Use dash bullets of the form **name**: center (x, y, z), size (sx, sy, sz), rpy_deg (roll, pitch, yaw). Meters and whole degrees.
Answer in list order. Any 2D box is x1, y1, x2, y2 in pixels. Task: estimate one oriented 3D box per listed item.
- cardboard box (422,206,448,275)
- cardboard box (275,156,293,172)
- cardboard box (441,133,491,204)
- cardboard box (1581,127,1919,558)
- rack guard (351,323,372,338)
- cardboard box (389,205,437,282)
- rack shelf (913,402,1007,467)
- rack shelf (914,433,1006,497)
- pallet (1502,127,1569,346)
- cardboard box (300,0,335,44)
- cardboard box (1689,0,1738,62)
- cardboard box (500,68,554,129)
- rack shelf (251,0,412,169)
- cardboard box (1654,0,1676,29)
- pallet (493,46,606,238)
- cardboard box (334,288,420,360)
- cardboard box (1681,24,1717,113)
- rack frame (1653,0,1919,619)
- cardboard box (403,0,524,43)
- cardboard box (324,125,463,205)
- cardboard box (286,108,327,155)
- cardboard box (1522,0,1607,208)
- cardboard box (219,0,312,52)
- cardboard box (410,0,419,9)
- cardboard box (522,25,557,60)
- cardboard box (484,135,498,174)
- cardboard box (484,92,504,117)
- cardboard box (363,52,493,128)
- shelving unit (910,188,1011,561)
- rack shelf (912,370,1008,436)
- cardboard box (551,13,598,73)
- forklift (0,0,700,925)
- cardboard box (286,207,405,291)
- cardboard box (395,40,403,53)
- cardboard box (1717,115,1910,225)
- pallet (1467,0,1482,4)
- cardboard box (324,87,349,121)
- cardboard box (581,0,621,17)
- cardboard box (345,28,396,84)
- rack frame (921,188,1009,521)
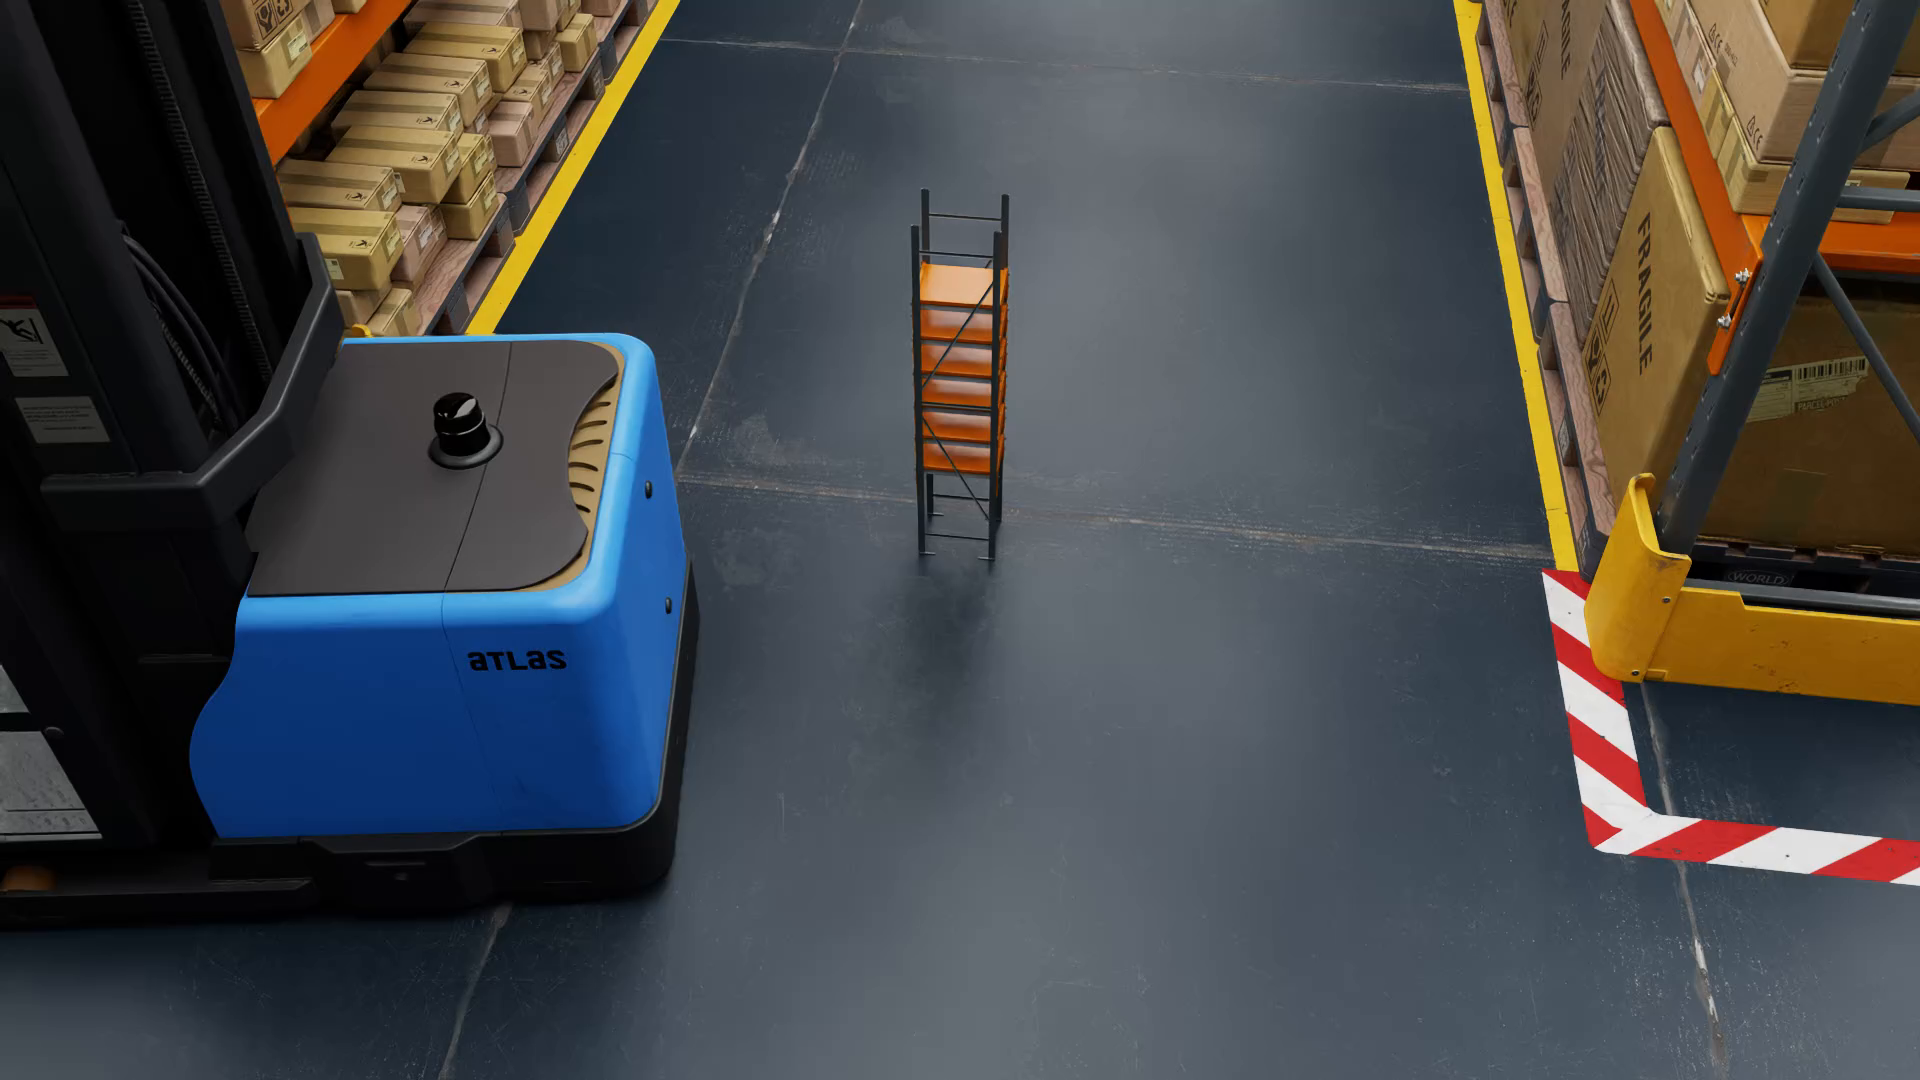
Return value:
- **cardboard box**: center (-2.083, -1.088, 5.985), size (0.380, 0.149, 0.250), rpy_deg (6, 44, 6)
- **cardboard box**: center (-2.595, -1.252, 5.943), size (0.380, 0.149, 0.250), rpy_deg (4, 44, 4)
- **cardboard box**: center (-1.947, -1.367, 6.064), size (0.380, 0.149, 0.250), rpy_deg (7, 44, 7)
- **cardboard box**: center (2.459, -0.592, 4.933), size (0.875, 0.875, 0.875), rpy_deg (5, 44, 6)
- **rack guard**: center (-2.439, -0.431, 5.342), size (1.175, 0.500, 0.348), rpy_deg (5, 44, 6)
- **cardboard box**: center (-2.033, -1.028, 5.705), size (0.380, 0.149, 0.250), rpy_deg (5, 44, 5)
- **rack shelf**: center (0.002, -0.326, 4.961), size (0.258, 0.103, 0.180), rpy_deg (5, 44, 6)
- **rack shelf**: center (0.002, -0.239, 5.043), size (0.258, 0.103, 0.180), rpy_deg (5, 44, 6)
- **pallet**: center (2.646, -1.136, 6.296), size (1.003, 0.211, 1.213), rpy_deg (5, 44, 6)
- **cardboard box**: center (-2.089, -1.564, 4.903), size (0.380, 0.149, 0.250), rpy_deg (7, 44, 7)
- **cardboard box**: center (2.323, -1.521, 4.567), size (0.500, 0.250, 0.500), rpy_deg (5, 44, 5)
- **cardboard box**: center (-1.871, -1.788, 6.724), size (0.380, 0.149, 0.250), rpy_deg (5, 44, 6)
- **rack shelf**: center (-2.185, -2.389, 6.114), size (1.077, 0.370, 4.000), rpy_deg (5, 44, 6)
- **cardboard box**: center (2.308, -1.645, 4.988), size (0.380, 0.149, 0.250), rpy_deg (4, 44, 5)
- **pallet**: center (-2.133, -1.706, 6.898), size (1.003, 0.211, 1.213), rpy_deg (5, 44, 6)
- **cardboard box**: center (-2.063, -0.732, 5.610), size (0.380, 0.149, 0.250), rpy_deg (6, 44, 6)
- **cardboard box**: center (2.242, -1.298, 4.622), size (0.380, 0.149, 0.250), rpy_deg (5, 44, 6)
- **rack frame**: center (2.454, -0.767, 3.879), size (1.000, 3.000, 0.127), rpy_deg (5, 44, 6)
- **cardboard box**: center (-1.950, -2.025, 6.543), size (0.380, 0.149, 0.250), rpy_deg (5, 44, 6)
- **cardboard box**: center (-1.966, -1.305, 5.782), size (0.380, 0.149, 0.250), rpy_deg (5, 44, 5)
- **cardboard box**: center (-2.535, -1.529, 6.018), size (0.380, 0.149, 0.250), rpy_deg (4, 44, 4)
- **cardboard box**: center (2.697, -1.818, 6.229), size (0.875, 0.875, 0.875), rpy_deg (5, 44, 6)
- **cardboard box**: center (-2.116, -1.712, 4.588), size (0.500, 0.500, 0.500), rpy_deg (7, 44, 7)
- **cardboard box**: center (-2.332, -2.232, 6.761), size (0.380, 0.149, 0.250), rpy_deg (4, 44, 4)
- **cardboard box**: center (-1.888, -2.107, 6.845), size (0.380, 0.149, 0.250), rpy_deg (3, 44, 4)
- **cardboard box**: center (-2.002, -1.435, 6.352), size (0.380, 0.149, 0.250), rpy_deg (5, 44, 6)
- **cardboard box**: center (-2.011, -1.745, 6.463), size (0.380, 0.149, 0.250), rpy_deg (7, 44, 8)
- **cardboard box**: center (-1.969, -1.670, 6.168), size (0.380, 0.149, 0.250), rpy_deg (7, 44, 7)
- **shelving unit**: center (0.002, -0.446, 4.848), size (0.258, 1.200, 0.189), rpy_deg (5, 44, 6)
- **rack shelf**: center (0.002, -0.413, 4.878), size (0.258, 0.103, 0.180), rpy_deg (5, 44, 6)
- **cardboard box**: center (-1.771, -2.127, 7.083), size (0.380, 0.149, 0.250), rpy_deg (5, 44, 5)
- **forklift**: center (-2.266, -0.456, 3.600), size (3.031, 2.935, 1.130), rpy_deg (-1, 43, -1)
- **cardboard box**: center (-2.043, -0.947, 5.403), size (0.380, 0.149, 0.250), rpy_deg (3, 44, 4)
- **cardboard box**: center (-2.479, -1.970, 6.700), size (0.380, 0.149, 0.250), rpy_deg (6, 44, 6)
- **cardboard box**: center (2.175, -0.949, 4.253), size (0.380, 0.149, 0.250), rpy_deg (6, 44, 6)
- **pallet**: center (3.010, -3.014, 8.279), size (1.003, 0.211, 1.213), rpy_deg (5, 44, 6)
- **cardboard box**: center (-2.540, -1.606, 6.317), size (0.380, 0.149, 0.250), rpy_deg (6, 44, 6)
- **cardboard box**: center (-1.723, -2.477, 7.452), size (0.380, 0.149, 0.250), rpy_deg (4, 44, 4)
- **cardboard box**: center (-2.410, -1.887, 6.396), size (0.380, 0.149, 0.250), rpy_deg (4, 44, 4)
- **rack frame**: center (0.014, -0.508, 4.914), size (0.240, 1.200, 0.006), rpy_deg (5, 44, 6)
